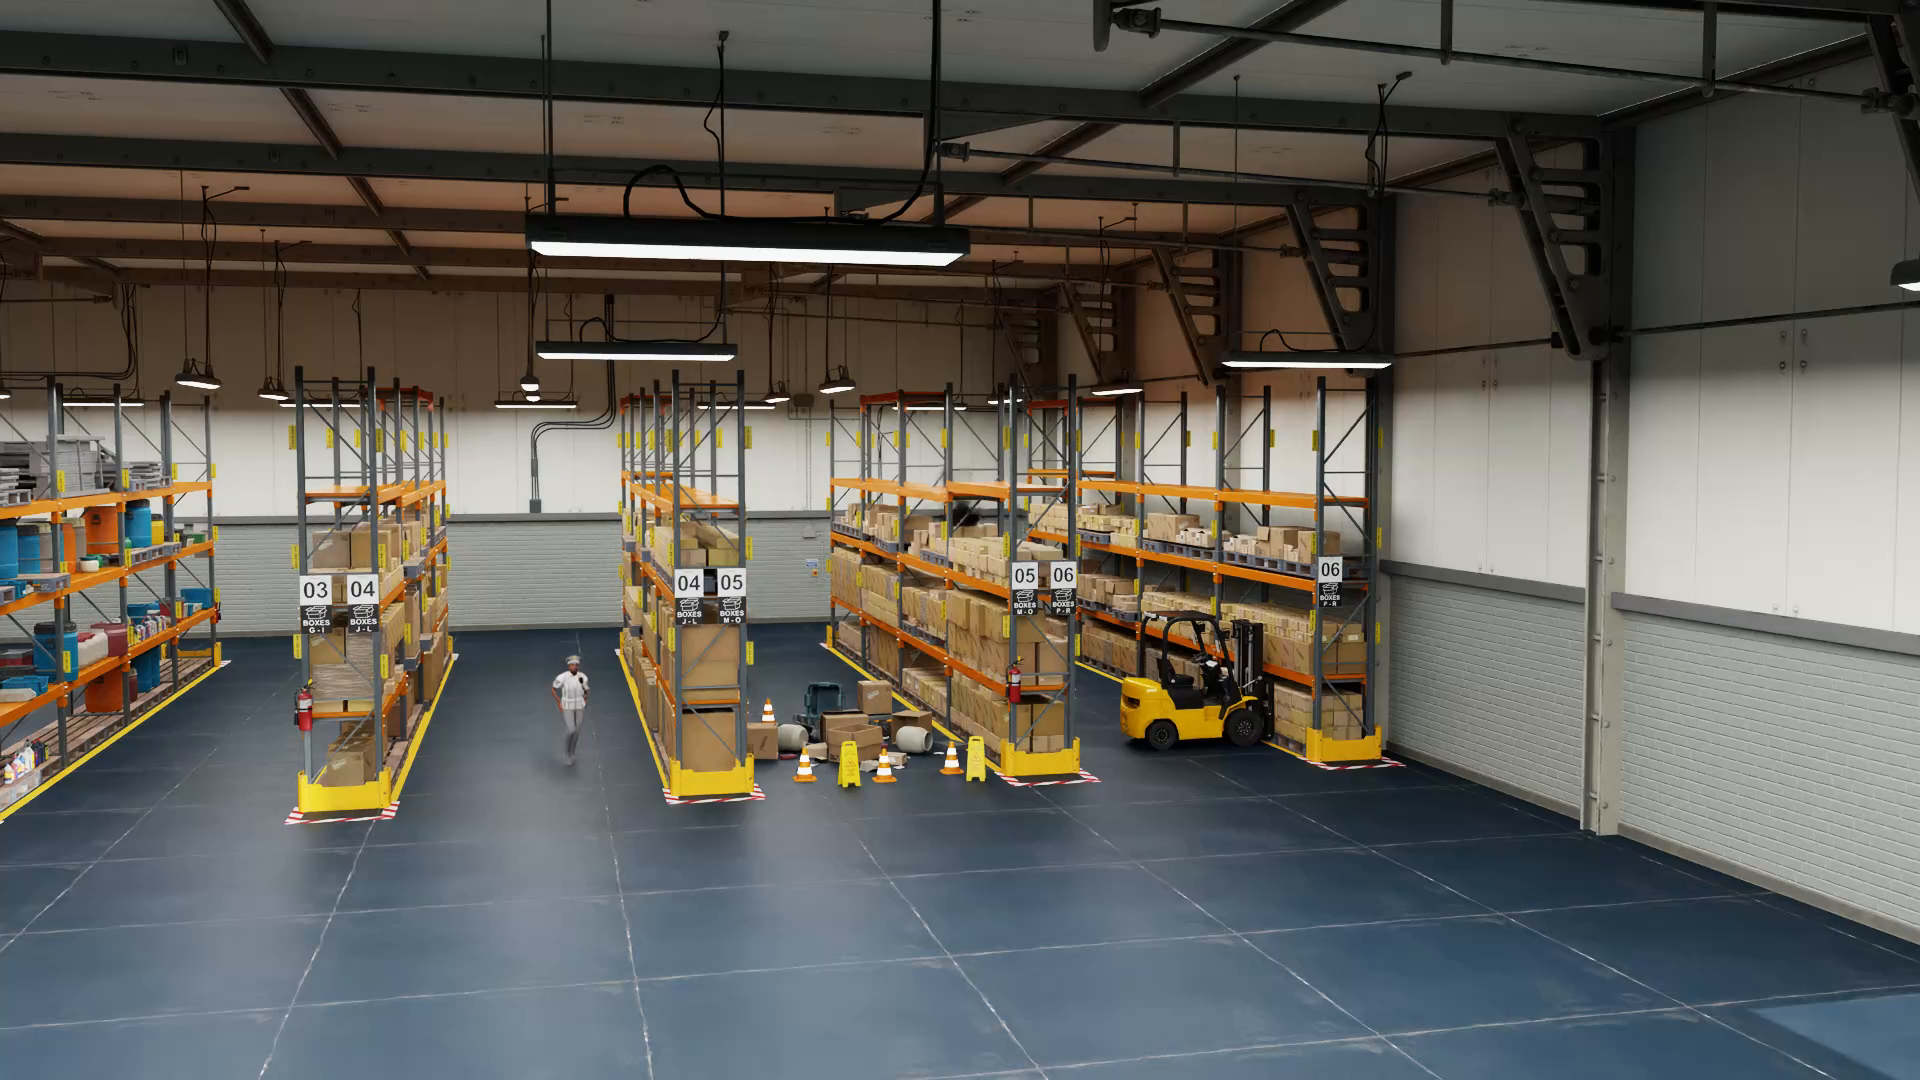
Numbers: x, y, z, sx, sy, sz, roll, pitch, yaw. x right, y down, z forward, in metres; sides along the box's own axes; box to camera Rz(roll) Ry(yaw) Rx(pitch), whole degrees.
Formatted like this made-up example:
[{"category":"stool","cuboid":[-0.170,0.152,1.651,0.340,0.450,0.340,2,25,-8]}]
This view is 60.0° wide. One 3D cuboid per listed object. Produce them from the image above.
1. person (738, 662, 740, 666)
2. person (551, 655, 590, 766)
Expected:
[{"category":"person","cuboid":[-5.030,1.912,36.492,0.667,1.764,0.852,-1,4,-17]},{"category":"person","cuboid":[-5.978,2.636,25.692,0.549,1.721,0.689,-2,4,-32]}]
